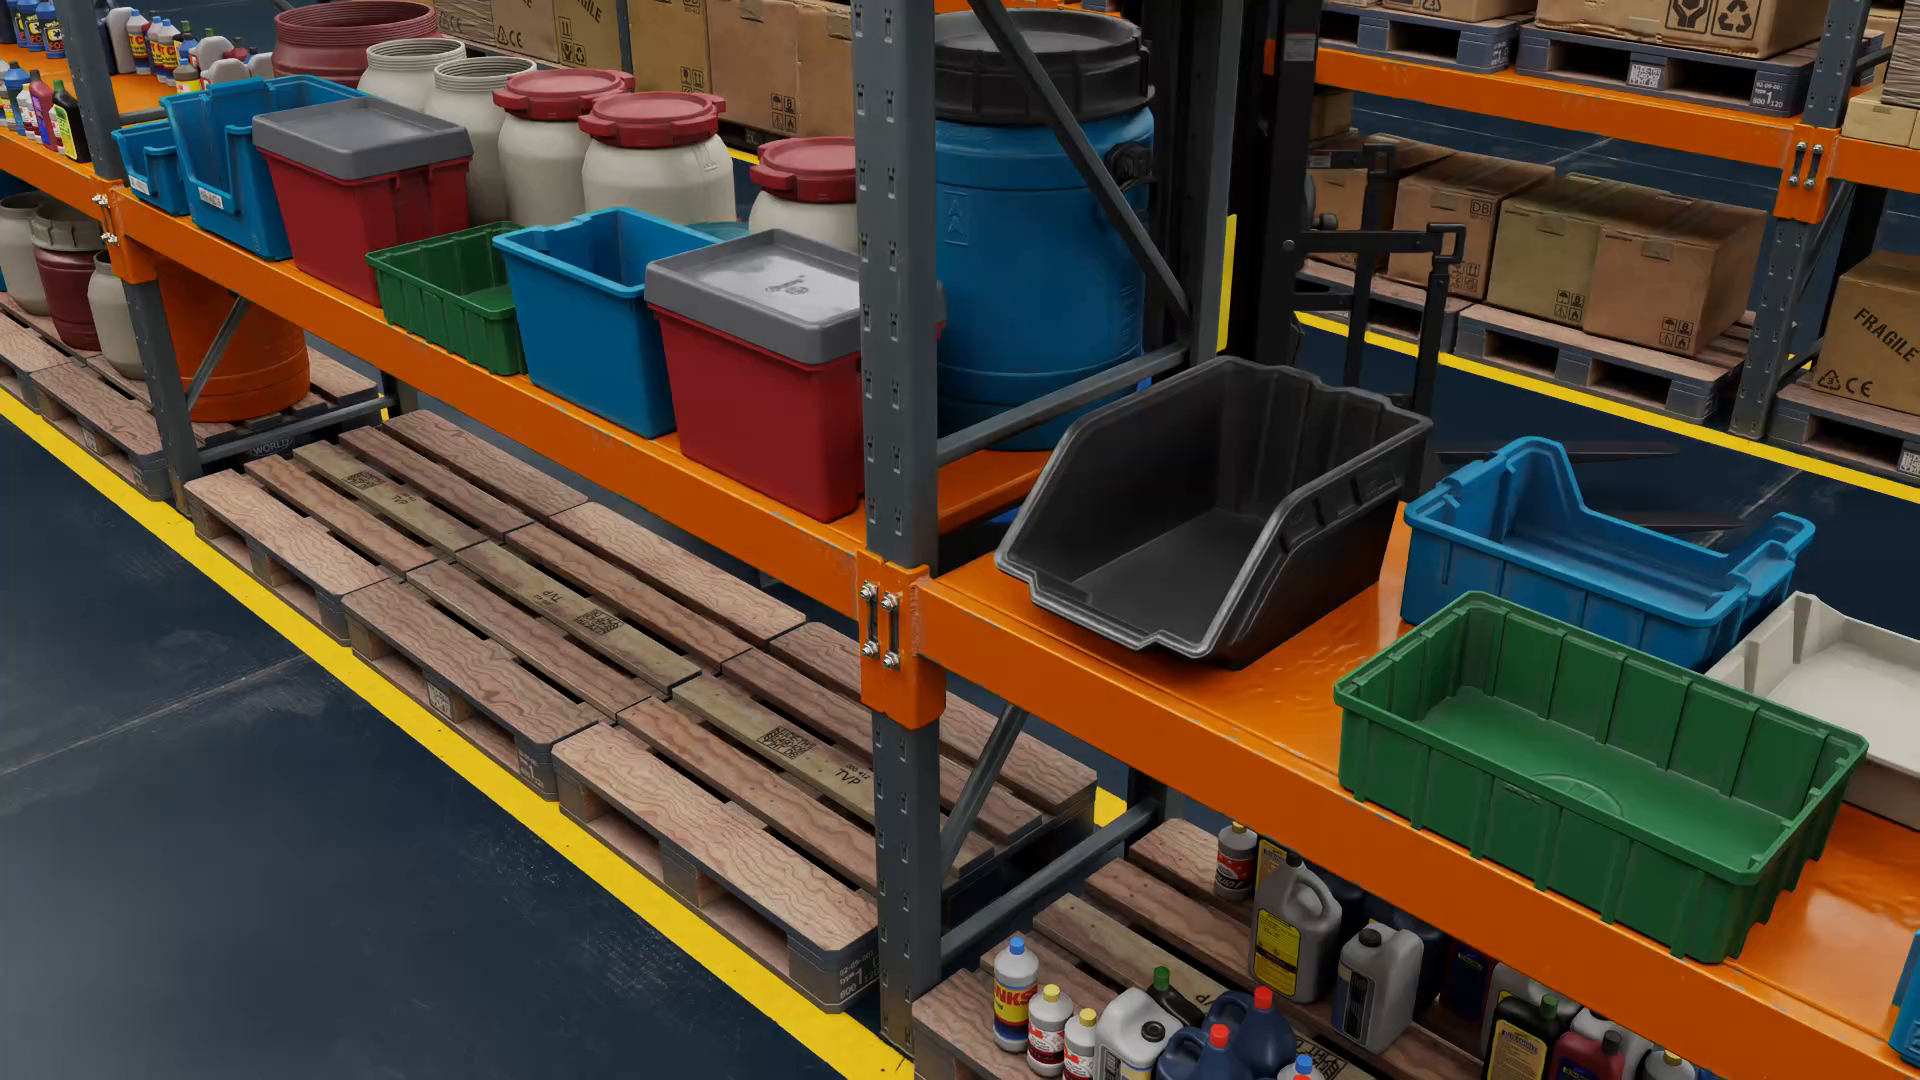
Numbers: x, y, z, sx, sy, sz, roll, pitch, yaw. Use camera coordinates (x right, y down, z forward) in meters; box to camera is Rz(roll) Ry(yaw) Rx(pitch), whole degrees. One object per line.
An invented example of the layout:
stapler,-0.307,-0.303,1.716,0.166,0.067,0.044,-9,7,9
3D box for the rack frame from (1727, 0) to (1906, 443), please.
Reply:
rack frame,3.675,-1.926,6.690,0.127,3.000,1.000,25,36,38

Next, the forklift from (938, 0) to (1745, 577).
forklift,1.265,-1.315,5.602,3.031,2.935,1.130,0,28,0

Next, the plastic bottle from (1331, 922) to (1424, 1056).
plastic bottle,0.914,0.963,3.650,0.135,0.276,0.152,25,36,38

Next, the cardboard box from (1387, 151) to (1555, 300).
cardboard box,2.526,-1.566,8.219,0.500,0.500,0.700,21,34,34

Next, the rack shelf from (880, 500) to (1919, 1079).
rack shelf,1.628,0.689,2.490,4.000,0.370,1.077,25,36,38

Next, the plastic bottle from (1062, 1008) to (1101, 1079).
plastic bottle,0.267,1.077,3.512,0.097,0.201,0.097,0,28,0

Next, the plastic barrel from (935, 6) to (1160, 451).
plastic barrel,0.139,-0.731,3.878,0.708,0.901,0.600,25,36,38

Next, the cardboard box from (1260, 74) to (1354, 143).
cardboard box,1.707,-2.273,8.757,0.500,0.250,0.500,-21,34,-34

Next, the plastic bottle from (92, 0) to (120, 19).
plastic bottle,-3.832,-2.320,7.492,0.185,0.351,0.144,25,36,38

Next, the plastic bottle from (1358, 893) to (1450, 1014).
plastic bottle,1.000,0.872,3.741,0.185,0.351,0.144,22,35,36

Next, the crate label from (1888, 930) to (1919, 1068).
crate label,1.552,0.496,2.045,0.616,0.435,0.502,25,36,38

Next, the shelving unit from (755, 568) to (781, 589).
shelving unit,-0.810,-0.596,6.137,0.538,1.125,1.048,-20,34,-27

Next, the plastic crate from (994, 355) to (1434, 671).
plastic crate,0.486,-0.042,3.173,0.504,0.338,0.767,25,36,38

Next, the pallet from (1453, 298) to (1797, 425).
pallet,3.118,-0.945,7.821,1.213,0.211,1.003,25,36,38

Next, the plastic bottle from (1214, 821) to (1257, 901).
plastic bottle,0.679,0.776,4.084,0.097,0.201,0.097,0,28,0

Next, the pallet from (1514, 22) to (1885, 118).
pallet,3.232,-2.139,7.301,1.213,0.211,1.003,25,36,38

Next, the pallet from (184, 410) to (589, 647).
pallet,-2.125,-0.088,6.190,1.213,0.211,1.003,25,36,38

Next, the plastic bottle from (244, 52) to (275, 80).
plastic bottle,-2.732,-1.781,6.548,0.135,0.276,0.152,25,36,38

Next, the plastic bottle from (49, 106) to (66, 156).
plastic bottle,-3.307,-1.534,6.157,0.097,0.201,0.097,0,28,0

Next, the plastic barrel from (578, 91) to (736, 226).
plastic barrel,-0.849,-0.967,4.720,0.433,0.535,0.433,0,28,0

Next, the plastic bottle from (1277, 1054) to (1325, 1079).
plastic bottle,0.675,1.139,3.320,0.097,0.271,0.097,0,28,0

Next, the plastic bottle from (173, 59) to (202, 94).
plastic bottle,-3.136,-1.852,6.762,0.097,0.201,0.097,0,28,0

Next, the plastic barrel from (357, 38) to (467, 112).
plastic barrel,-1.767,-1.372,5.517,0.421,0.512,0.421,0,28,0

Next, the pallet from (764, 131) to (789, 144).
pallet,-0.553,-2.677,11.115,1.213,0.211,1.003,25,36,38

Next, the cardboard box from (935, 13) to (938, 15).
cardboard box,0.345,-2.709,10.010,0.875,0.875,1.225,23,35,36

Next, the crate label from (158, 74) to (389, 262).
crate label,-2.131,-1.189,5.251,0.616,0.435,0.502,25,36,38

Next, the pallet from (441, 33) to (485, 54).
pallet,-4.257,-4.372,14.339,1.213,0.211,1.003,25,36,38

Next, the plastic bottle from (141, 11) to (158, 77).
plastic bottle,-3.524,-2.177,7.292,0.133,0.283,0.061,25,36,38

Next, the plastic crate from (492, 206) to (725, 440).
plastic crate,-0.803,-0.532,4.056,0.575,0.384,0.392,25,36,38

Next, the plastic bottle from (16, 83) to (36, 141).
plastic bottle,-3.541,-1.641,6.361,0.097,0.201,0.097,0,28,0

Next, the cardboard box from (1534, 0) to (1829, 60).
cardboard box,3.206,-2.683,7.034,1.000,1.000,1.000,25,37,39

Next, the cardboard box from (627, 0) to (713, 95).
cardboard box,-1.560,-3.580,11.667,0.875,0.875,1.225,25,36,39

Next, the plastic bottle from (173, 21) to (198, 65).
plastic bottle,-3.290,-2.069,7.088,0.133,0.283,0.061,25,36,38

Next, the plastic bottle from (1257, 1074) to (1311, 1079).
plastic bottle,0.621,1.158,3.198,0.185,0.351,0.144,23,35,36

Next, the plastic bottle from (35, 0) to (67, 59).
plastic bottle,-4.187,-2.364,7.660,0.097,0.271,0.097,0,28,0

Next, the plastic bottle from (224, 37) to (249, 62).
plastic bottle,-2.934,-1.907,6.779,0.133,0.283,0.061,25,36,38

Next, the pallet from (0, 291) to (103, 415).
pallet,-4.107,-0.995,7.915,1.213,0.211,1.003,25,36,38

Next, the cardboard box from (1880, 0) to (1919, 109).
cardboard box,3.952,-1.935,6.279,0.500,0.500,0.875,25,36,38

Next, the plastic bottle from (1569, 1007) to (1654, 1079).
plastic bottle,1.344,1.065,3.455,0.152,0.276,0.135,-25,36,-38

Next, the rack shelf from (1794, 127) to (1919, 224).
rack shelf,5.101,-0.955,5.616,4.000,0.370,1.077,25,36,38

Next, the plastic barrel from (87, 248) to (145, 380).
plastic barrel,-3.476,-0.981,7.114,0.421,0.512,0.421,0,28,0

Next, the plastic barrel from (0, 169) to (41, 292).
plastic barrel,-4.621,-1.736,8.131,0.708,0.901,0.600,25,36,38

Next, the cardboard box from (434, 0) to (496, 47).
cardboard box,-3.721,-4.608,13.622,0.875,0.875,0.875,25,36,38

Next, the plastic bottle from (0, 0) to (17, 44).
plastic bottle,-4.587,-2.571,7.970,0.185,0.351,0.144,25,36,38
